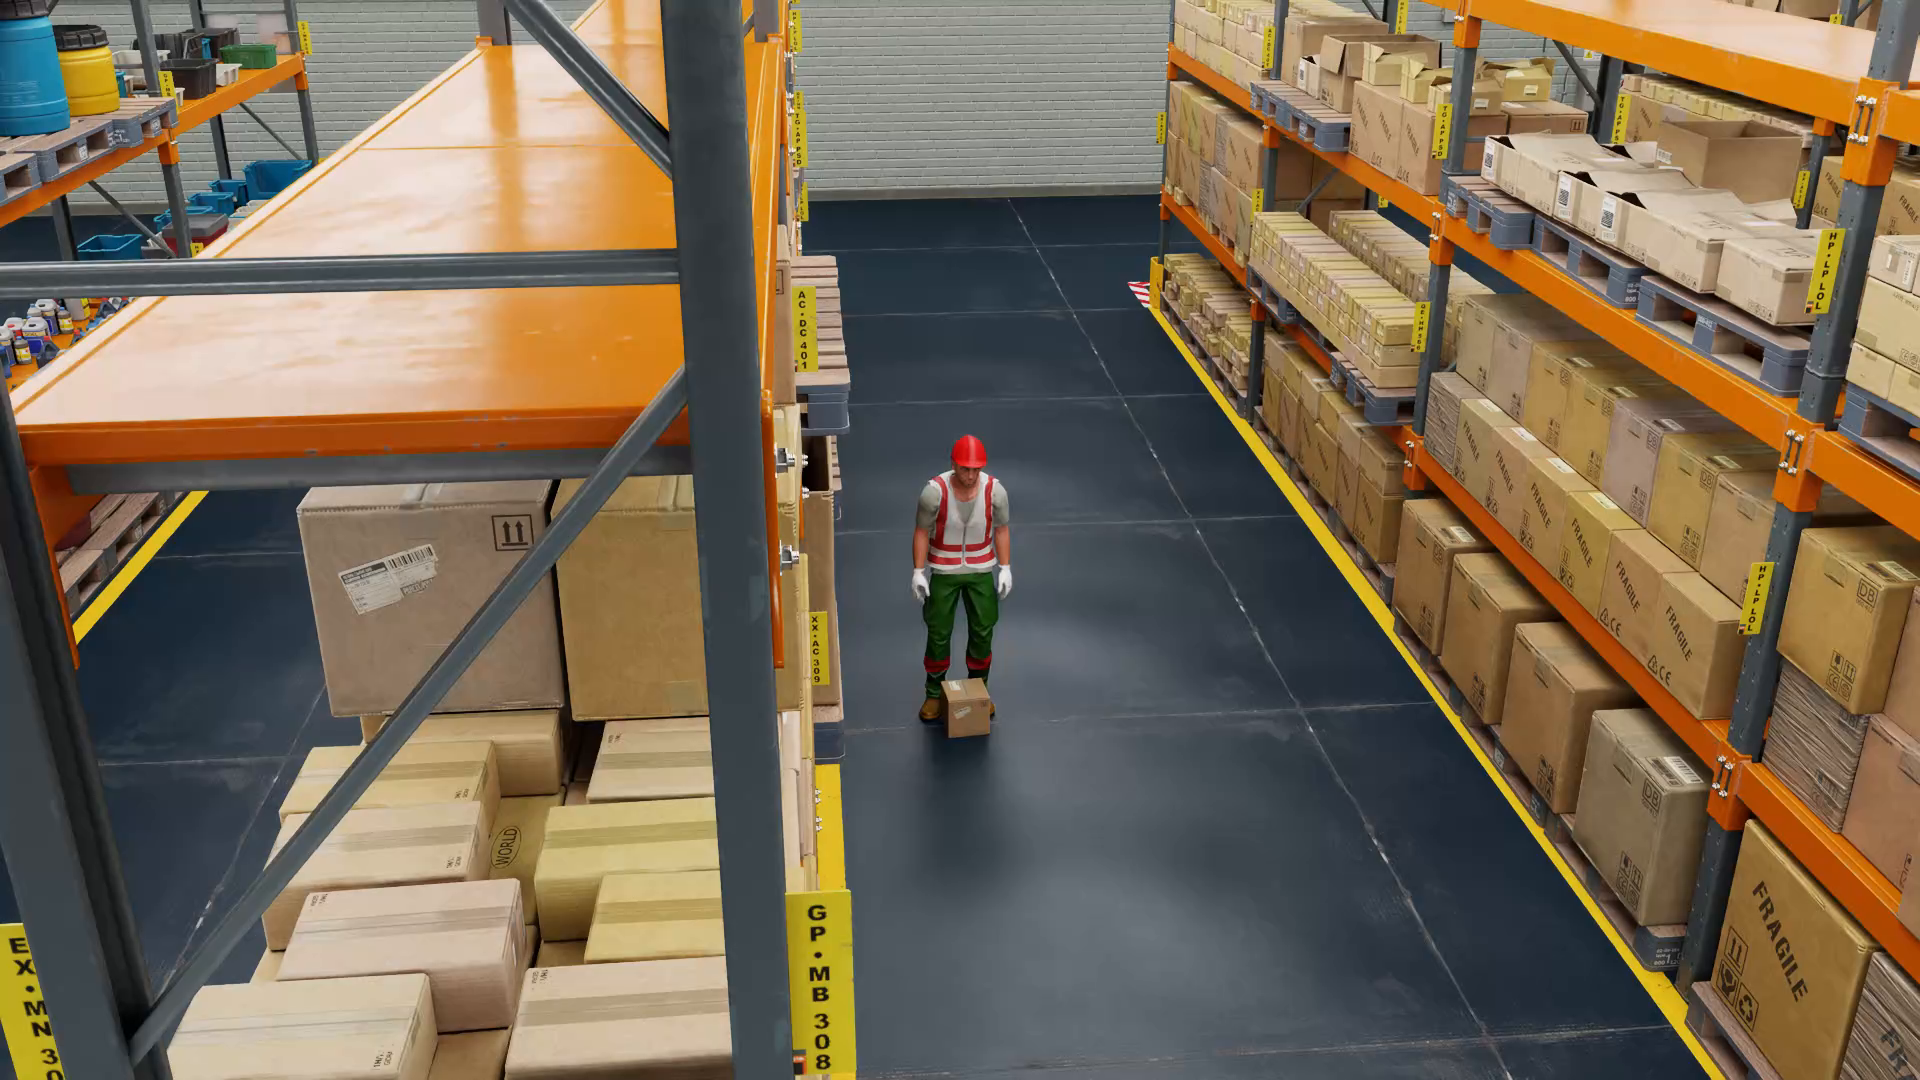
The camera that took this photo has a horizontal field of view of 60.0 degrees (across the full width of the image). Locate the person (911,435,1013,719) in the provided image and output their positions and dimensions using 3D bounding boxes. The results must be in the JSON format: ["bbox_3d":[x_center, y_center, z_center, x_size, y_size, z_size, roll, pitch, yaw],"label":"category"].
[{"bbox_3d":[0.011,0.209,9.833,0.611,1.778,0.450,-3,24,-8],"label":"person"}]
